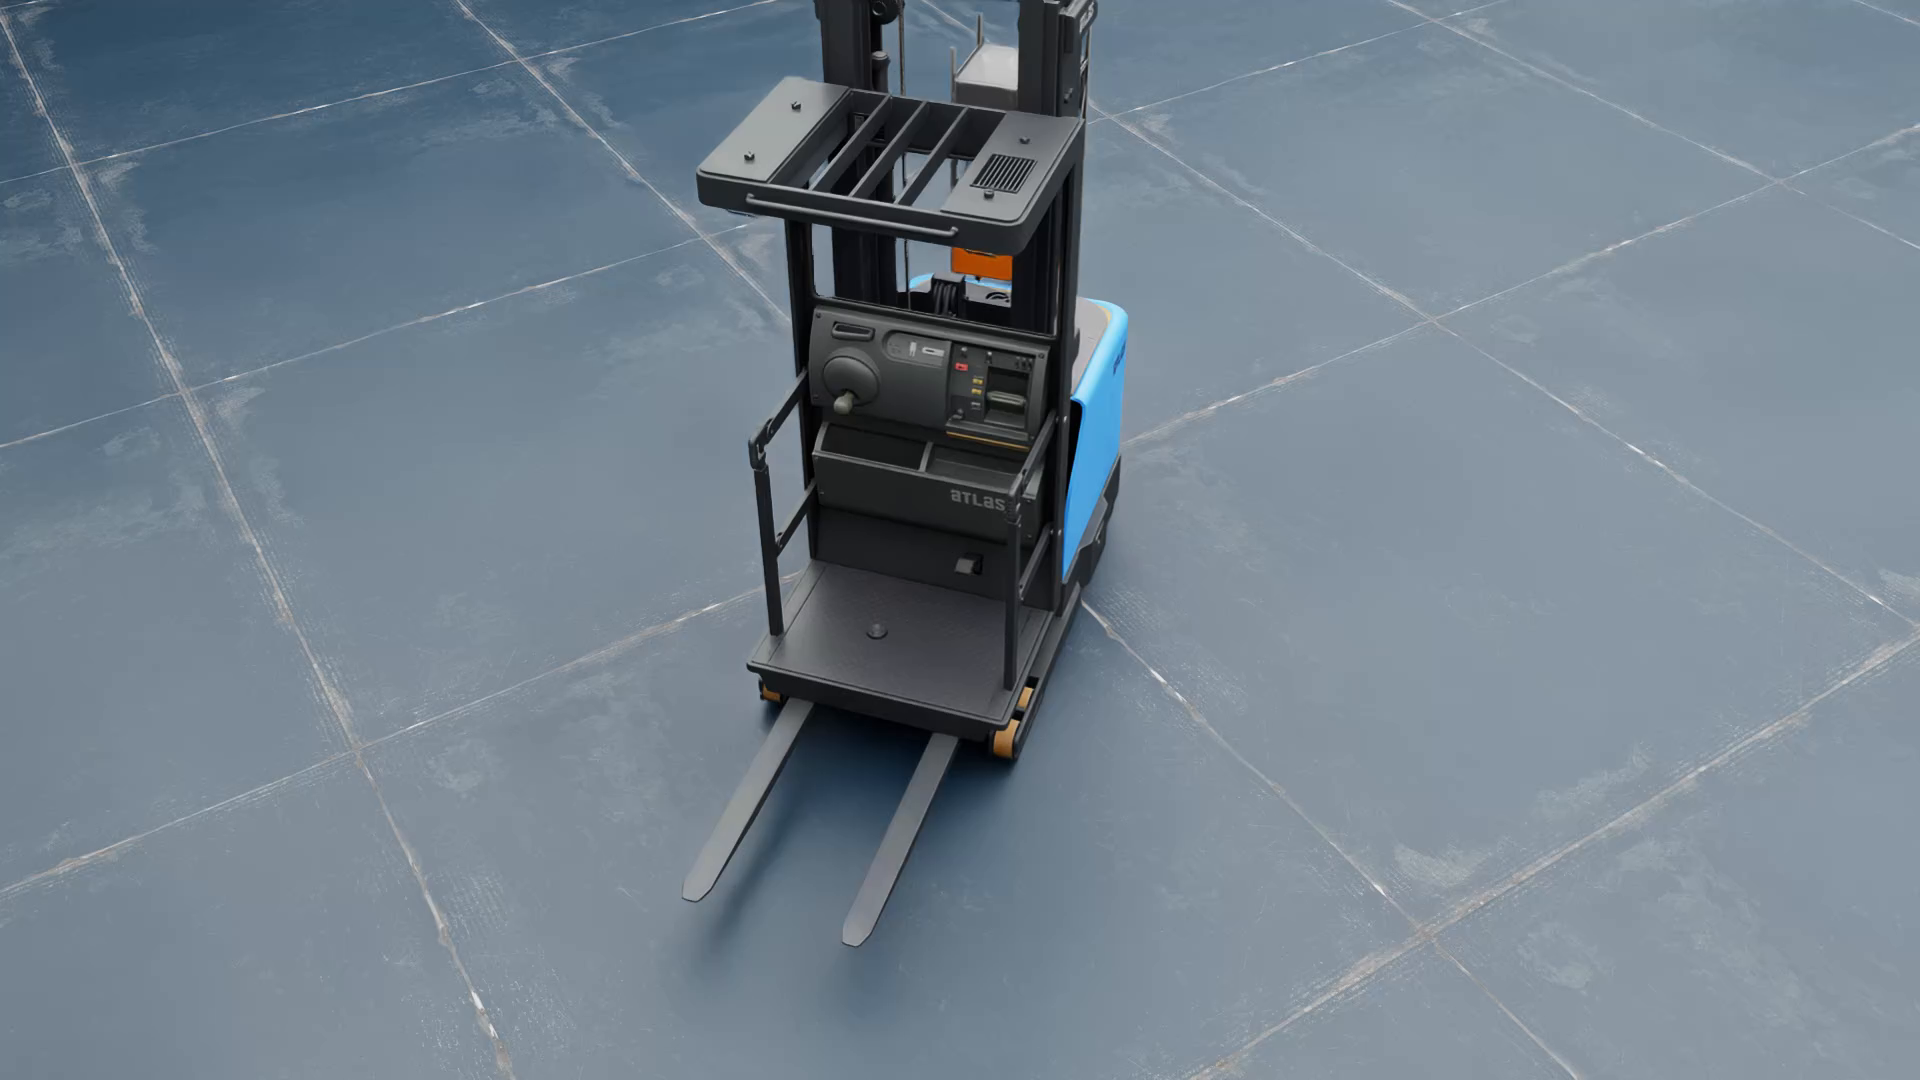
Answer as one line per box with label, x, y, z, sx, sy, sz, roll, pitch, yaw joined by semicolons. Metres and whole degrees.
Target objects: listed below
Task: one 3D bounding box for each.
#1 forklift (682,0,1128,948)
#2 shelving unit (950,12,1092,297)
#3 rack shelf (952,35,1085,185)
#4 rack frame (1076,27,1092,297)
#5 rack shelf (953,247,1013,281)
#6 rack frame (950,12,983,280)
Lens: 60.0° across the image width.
forklift;-0.192;-0.540;6.109;1.130;2.935;3.031;12;41;14
shelving unit;0.261;-1.313;7.685;0.503;2.100;0.431;12;41;14
rack shelf;0.261;-1.840;7.246;0.480;0.518;0.431;12;41;14
rack frame;0.493;-1.263;7.626;0.015;2.100;0.400;12;41;14
rack shelf;0.261;-1.302;7.694;0.480;0.518;0.431;12;41;14
rack frame;0.029;-1.362;7.744;0.015;2.100;0.400;12;41;14
